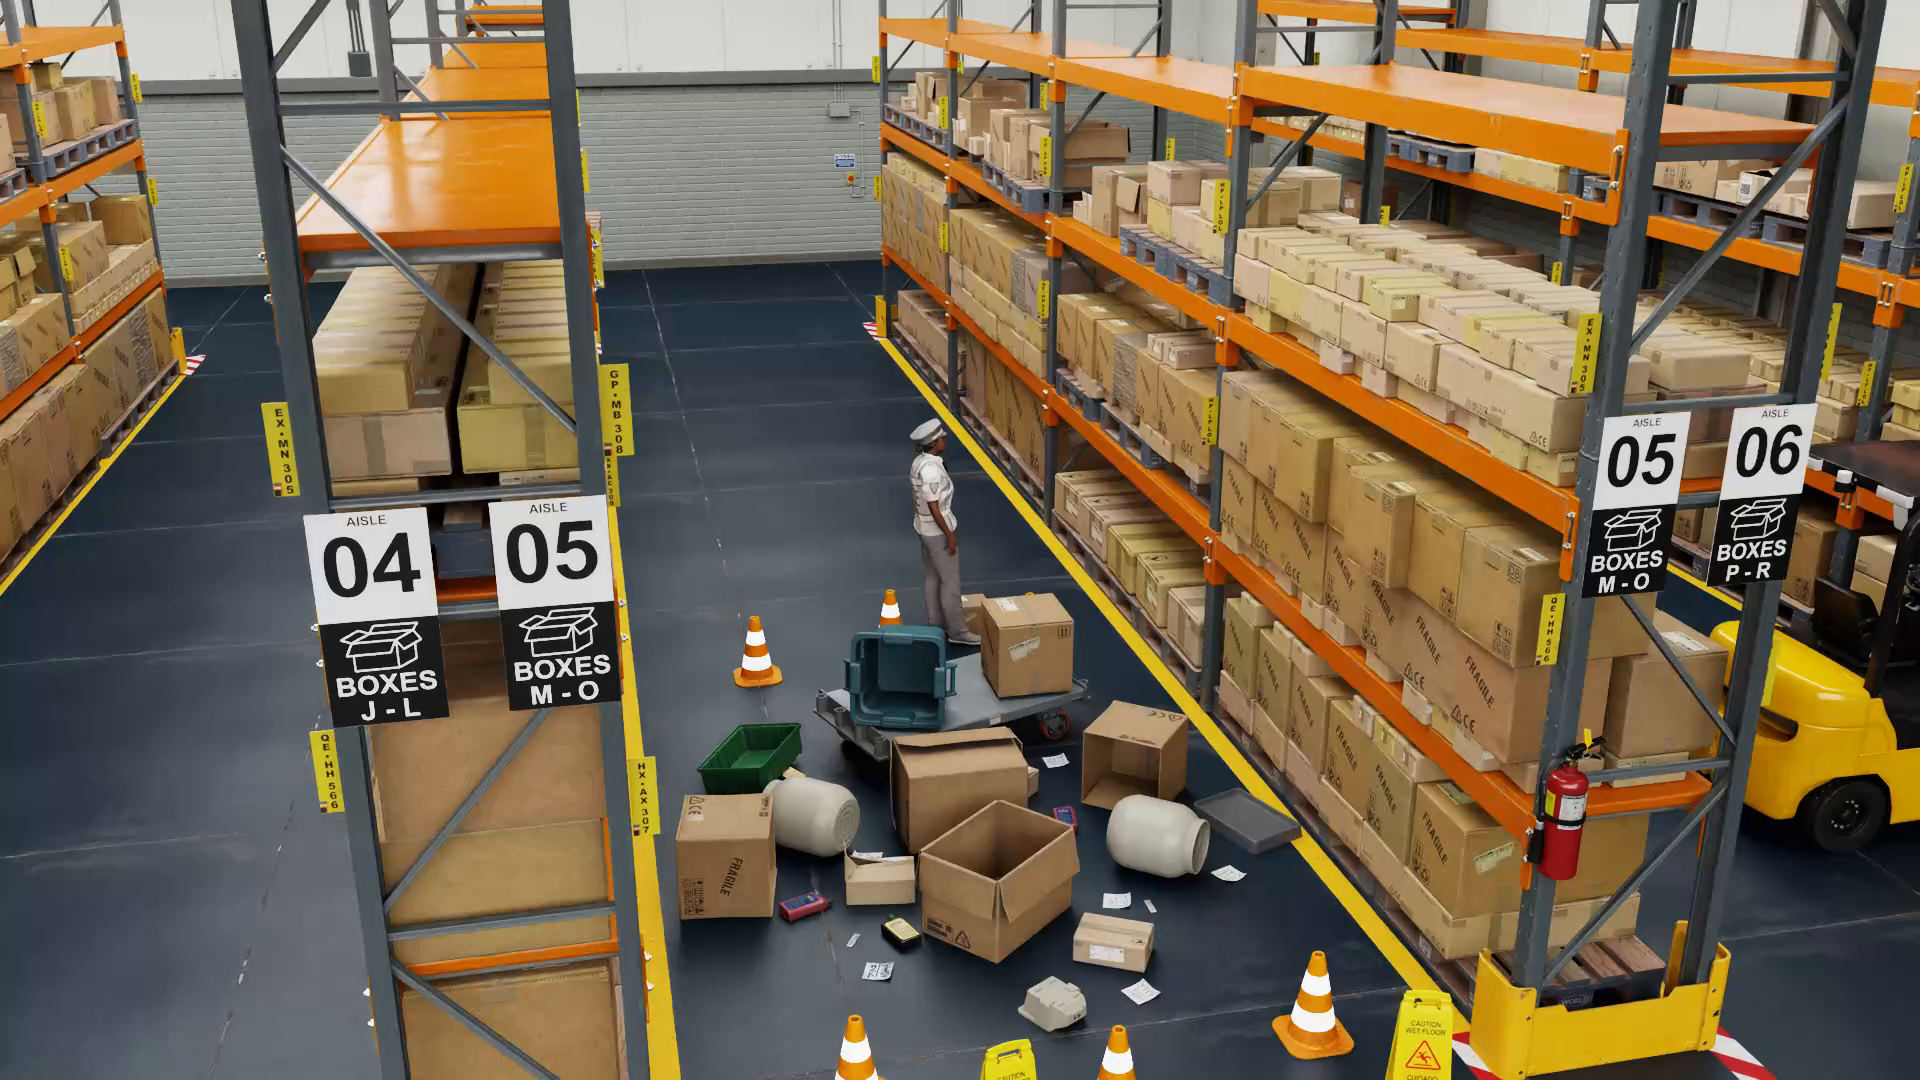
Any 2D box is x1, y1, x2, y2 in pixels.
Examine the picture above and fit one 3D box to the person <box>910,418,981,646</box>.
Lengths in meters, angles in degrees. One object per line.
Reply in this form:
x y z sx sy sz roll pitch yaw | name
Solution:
-0.102 -0.077 12.483 0.530 1.695 0.569 -5 20 -12 | person
